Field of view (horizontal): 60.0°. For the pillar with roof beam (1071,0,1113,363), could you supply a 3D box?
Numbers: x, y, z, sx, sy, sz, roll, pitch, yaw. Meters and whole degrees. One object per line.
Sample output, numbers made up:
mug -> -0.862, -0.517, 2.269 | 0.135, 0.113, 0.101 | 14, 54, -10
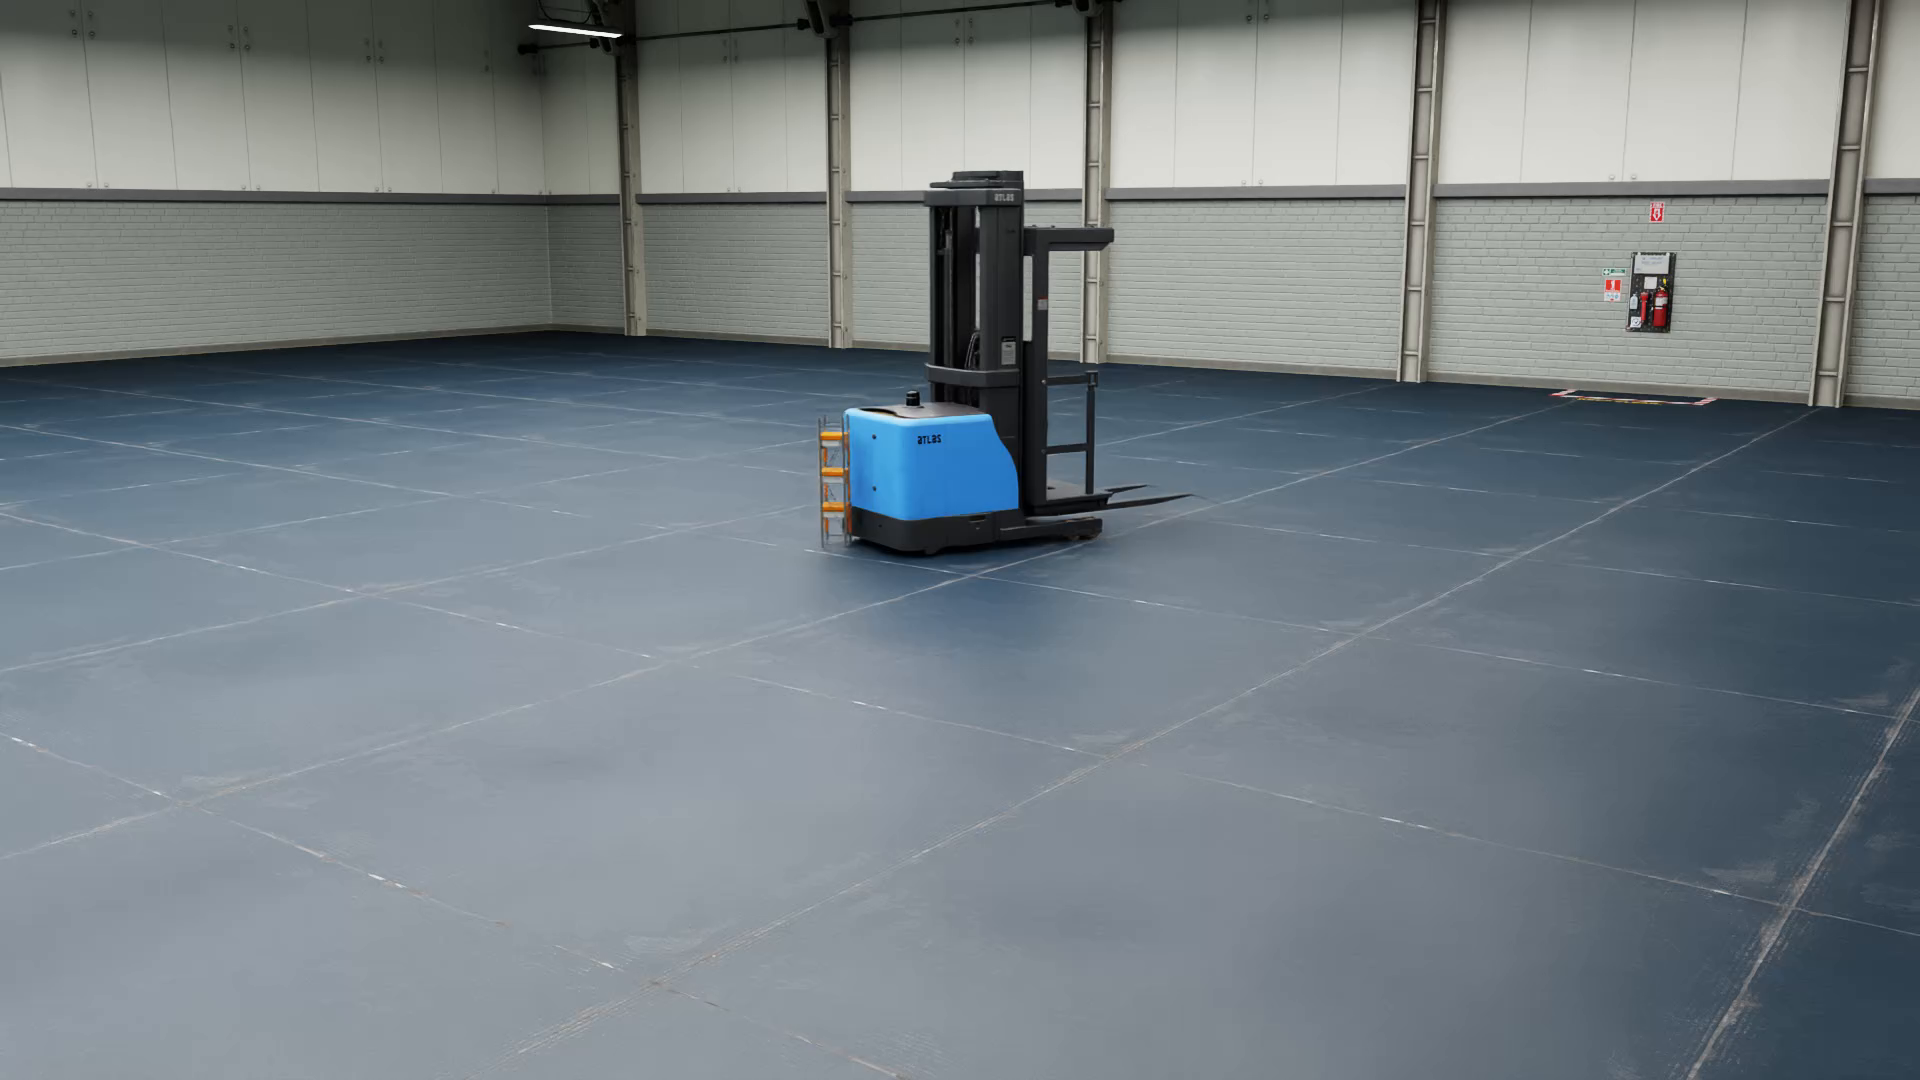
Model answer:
pillar with roof beam -> -0.123, -6.987, 25.952 | 0.548, 9.000, 9.100 | 8, 13, 36

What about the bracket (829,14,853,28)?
bracket -> -2.287, -9.986, 31.981 | 0.430, 0.232, 0.235 | 8, 13, 36

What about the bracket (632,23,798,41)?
bracket -> -5.046, -10.371, 33.971 | 4.783, 0.066, 0.076 | 8, 13, 36

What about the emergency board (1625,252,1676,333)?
emergency board -> 10.128, -3.635, 24.421 | 0.643, 1.169, 0.194 | 8, 13, 36

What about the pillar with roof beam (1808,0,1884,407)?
pillar with roof beam -> 9.549, -5.638, 18.978 | 0.400, 9.000, 9.100 | 8, 13, 36

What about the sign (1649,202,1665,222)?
sign -> 10.180, -4.789, 24.284 | 0.199, 0.298, 0.001 | 8, 13, 36

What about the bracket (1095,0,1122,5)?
bracket -> 2.549, -9.312, 28.495 | 0.430, 0.232, 0.235 | 8, 13, 36

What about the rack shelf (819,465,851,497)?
rack shelf -> -0.983, -0.445, 13.117 | 0.215, 0.259, 0.240 | 1, 11, 5

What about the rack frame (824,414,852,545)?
rack frame -> -0.972, -0.479, 13.234 | 0.200, 1.050, 0.008 | 1, 11, 5

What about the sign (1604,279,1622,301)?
sign -> 9.743, -3.730, 24.821 | 0.234, 0.329, 0.001 | 8, 13, 36

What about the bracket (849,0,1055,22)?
bracket -> -0.210, -9.697, 30.484 | 4.783, 0.066, 0.076 | 8, 13, 36

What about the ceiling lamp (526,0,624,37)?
ceiling lamp -> -7.069, -10.667, 29.607 | 0.800, 3.185, 2.000 | 8, 13, 36

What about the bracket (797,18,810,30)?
bracket -> -2.956, -10.080, 32.464 | 0.430, 0.232, 0.235 | 8, 13, 36

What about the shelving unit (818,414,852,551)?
shelving unit -> -0.984, -0.456, 13.115 | 0.215, 1.050, 0.252 | 1, 11, 5

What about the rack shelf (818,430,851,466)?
rack shelf -> -0.986, -0.724, 13.064 | 0.215, 0.259, 0.240 | 1, 11, 5

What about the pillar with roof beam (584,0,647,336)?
pillar with roof beam -> -9.796, -8.336, 32.926 | 0.548, 9.000, 9.100 | 8, 13, 36

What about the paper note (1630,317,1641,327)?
paper note -> 10.026, -3.233, 24.662 | 0.142, 0.148, 0.016 | 8, 13, 36

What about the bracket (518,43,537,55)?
bracket -> -9.702, -11.021, 37.328 | 0.430, 0.232, 0.235 | 8, 13, 36

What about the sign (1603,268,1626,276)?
sign -> 9.741, -3.989, 24.761 | 0.331, 0.109, 0.001 | 8, 13, 36

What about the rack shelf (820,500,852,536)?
rack shelf -> -0.981, -0.172, 13.170 | 0.215, 0.259, 0.240 | 1, 11, 5

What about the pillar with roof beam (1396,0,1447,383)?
pillar with roof beam -> 4.713, -6.312, 22.465 | 0.400, 9.000, 9.100 | 8, 13, 36

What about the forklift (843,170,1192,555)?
forklift -> 0.566, -1.515, 13.642 | 3.031, 2.935, 1.130 | -7, 13, -32

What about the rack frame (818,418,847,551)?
rack frame -> -0.995, -0.432, 12.996 | 0.200, 1.050, 0.008 | 1, 11, 5

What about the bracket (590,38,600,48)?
bracket -> -7.792, -10.754, 35.951 | 0.430, 0.232, 0.235 | 8, 13, 36

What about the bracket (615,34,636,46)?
bracket -> -7.123, -10.661, 35.468 | 0.430, 0.232, 0.235 | 8, 13, 36

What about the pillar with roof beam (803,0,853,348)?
pillar with roof beam -> -4.959, -7.661, 29.439 | 0.548, 9.000, 9.100 | 8, 13, 36

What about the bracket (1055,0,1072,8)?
bracket -> 1.880, -9.405, 28.977 | 0.430, 0.232, 0.235 | 8, 13, 36

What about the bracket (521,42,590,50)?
bracket -> -9.226, -10.954, 36.985 | 3.189, 0.066, 0.076 | 8, 13, 36
